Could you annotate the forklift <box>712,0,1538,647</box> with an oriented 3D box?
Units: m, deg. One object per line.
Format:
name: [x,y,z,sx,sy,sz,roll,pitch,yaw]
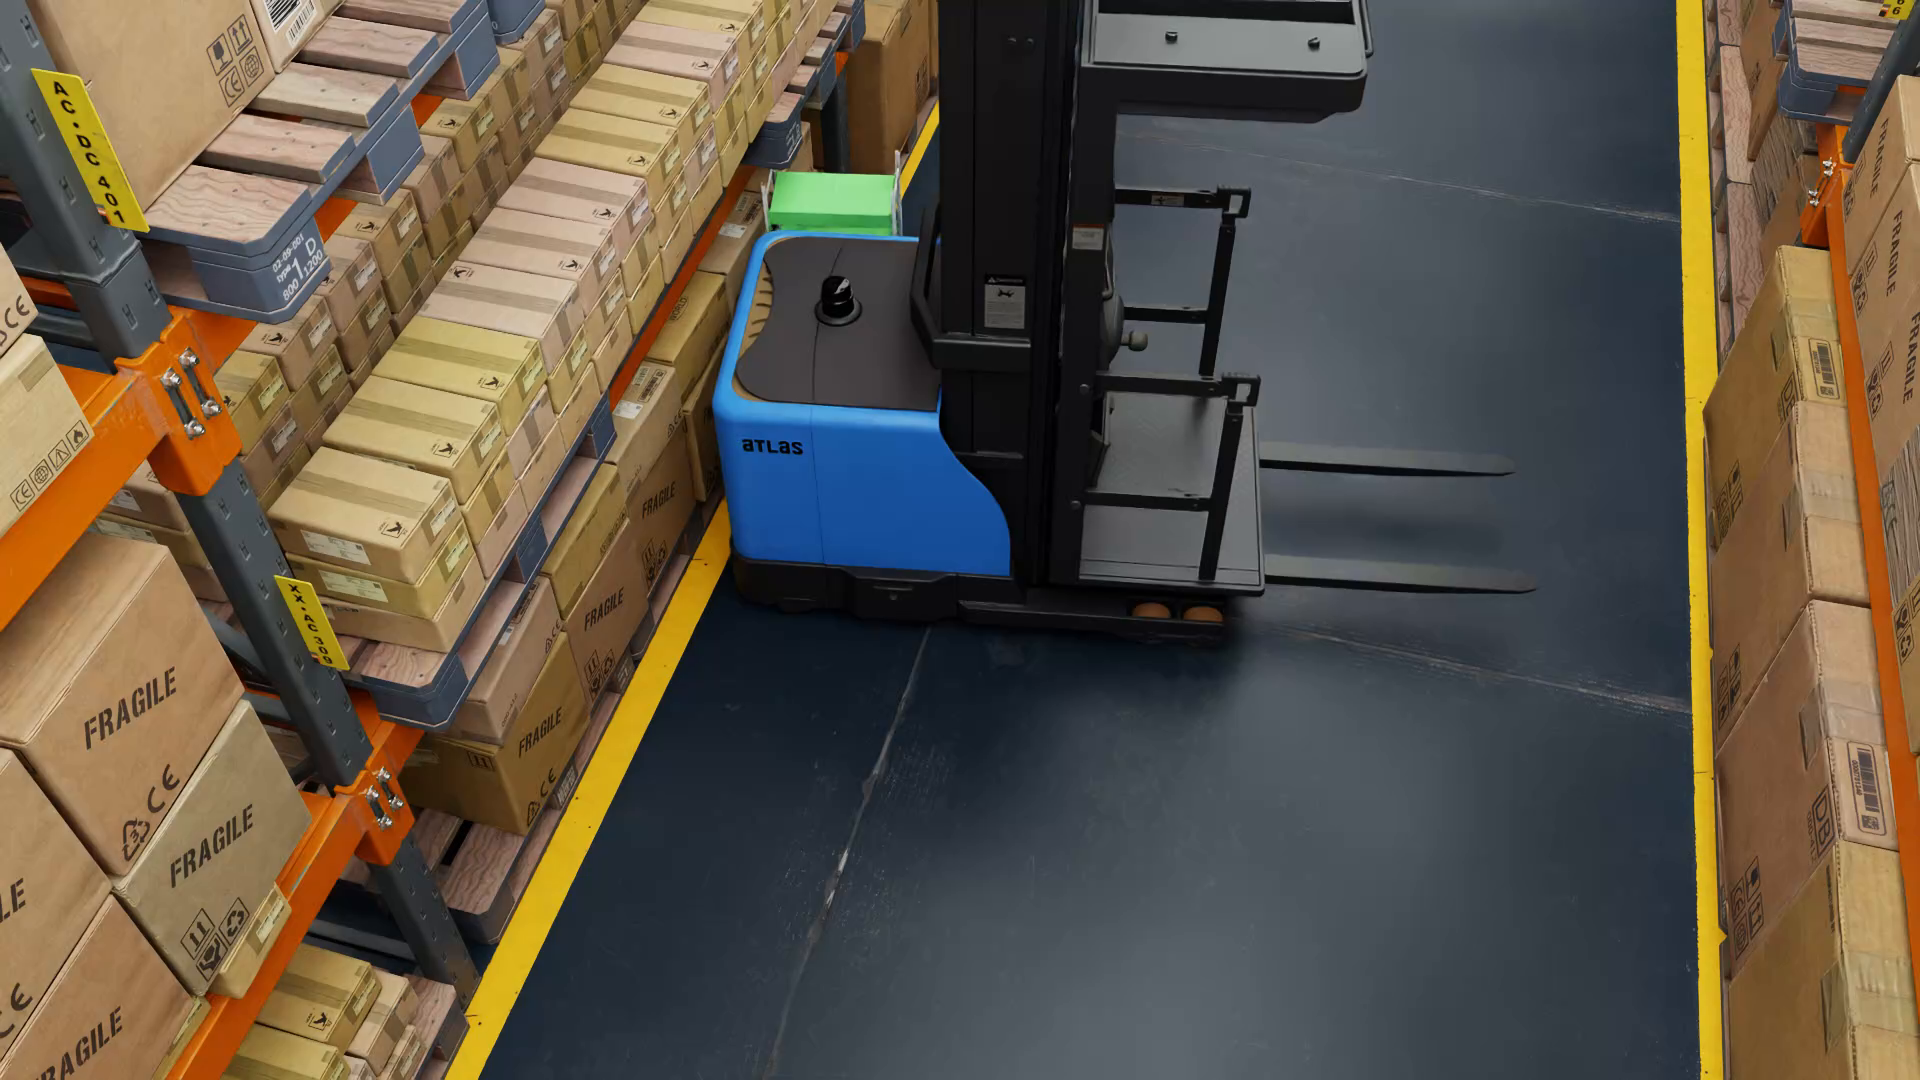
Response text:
forklift: [0.678,-0.983,5.582,3.031,2.935,1.130,4,49,3]

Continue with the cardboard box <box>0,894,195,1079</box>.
cardboard box: [-2.045,1.032,3.492,0.500,0.500,0.500,10,49,9]

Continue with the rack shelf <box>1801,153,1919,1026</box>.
rack shelf: [3.233,0.226,4.949,1.077,0.370,4.000,12,50,10]

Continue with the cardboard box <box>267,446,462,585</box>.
cardboard box: [-1.505,-0.064,4.216,0.380,0.149,0.250,14,50,12]

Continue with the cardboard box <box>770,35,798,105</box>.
cardboard box: [-0.820,-1.754,6.103,0.380,0.149,0.250,12,50,11]

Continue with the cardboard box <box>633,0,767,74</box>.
cardboard box: [-0.890,-1.754,5.707,0.380,0.149,0.250,13,50,11]

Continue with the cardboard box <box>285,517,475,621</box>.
cardboard box: [-1.505,0.034,4.327,0.380,0.149,0.250,12,50,11]

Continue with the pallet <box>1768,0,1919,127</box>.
pallet: [3.844,-1.932,6.501,1.213,0.211,1.003,12,50,10]

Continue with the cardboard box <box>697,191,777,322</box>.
cardboard box: [-1.049,-1.157,6.576,0.500,0.250,0.500,12,50,11]

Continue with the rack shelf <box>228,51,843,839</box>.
rack shelf: [-1.526,-0.826,5.877,1.077,0.370,4.000,12,50,10]

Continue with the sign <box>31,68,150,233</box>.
sign: [-1.527,-0.679,2.922,0.100,0.325,0.005,12,50,10]

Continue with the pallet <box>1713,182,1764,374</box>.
pallet: [3.966,-1.101,7.500,1.003,0.211,1.213,12,50,10]

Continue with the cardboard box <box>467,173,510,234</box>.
cardboard box: [-1.729,-1.135,5.558,0.380,0.149,0.250,10,49,9]

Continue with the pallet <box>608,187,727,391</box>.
pallet: [-1.481,-1.007,5.685,1.003,0.211,1.213,12,50,10]

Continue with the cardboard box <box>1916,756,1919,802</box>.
cardboard box: [2.703,0.653,4.025,0.500,0.500,0.500,13,50,11]

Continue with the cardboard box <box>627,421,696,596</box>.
cardboard box: [-1.339,-0.176,6.211,0.500,0.500,0.500,12,50,11]

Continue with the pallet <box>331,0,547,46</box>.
pallet: [-1.517,-1.724,4.314,1.213,0.211,1.003,12,50,10]

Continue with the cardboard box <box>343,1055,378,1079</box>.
cardboard box: [-1.888,1.577,4.699,0.380,0.149,0.250,9,49,8]

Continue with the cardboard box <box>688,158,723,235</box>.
cardboard box: [-1.028,-1.192,5.608,0.380,0.149,0.250,13,50,11]

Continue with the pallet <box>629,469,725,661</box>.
pallet: [-1.530,-0.143,6.655,1.003,0.211,1.213,12,50,10]

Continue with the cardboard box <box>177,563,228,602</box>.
cardboard box: [-2.139,0.000,4.555,0.380,0.149,0.250,11,49,9]

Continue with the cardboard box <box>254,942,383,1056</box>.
cardboard box: [-1.895,1.299,4.746,0.380,0.149,0.250,13,50,11]

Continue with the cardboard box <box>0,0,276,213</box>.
cardboard box: [-1.846,-1.034,3.234,0.700,0.500,0.500,12,50,10]

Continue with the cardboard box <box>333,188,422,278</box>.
cardboard box: [-1.858,-0.947,4.995,0.380,0.149,0.250,10,49,9]

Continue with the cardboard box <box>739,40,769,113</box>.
cardboard box: [-0.892,-1.653,5.816,0.380,0.149,0.250,12,50,10]

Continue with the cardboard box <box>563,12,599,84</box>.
cardboard box: [-1.523,-1.782,5.930,0.380,0.149,0.250,12,50,10]

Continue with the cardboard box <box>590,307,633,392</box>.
cardboard box: [-1.234,-0.615,5.098,0.380,0.149,0.250,10,49,8]

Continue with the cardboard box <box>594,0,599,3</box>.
cardboard box: [-1.445,-2.096,6.009,0.380,0.149,0.250,11,50,10]

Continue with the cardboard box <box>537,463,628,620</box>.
cardboard box: [-1.465,-0.045,5.595,0.500,0.250,0.500,13,50,11]

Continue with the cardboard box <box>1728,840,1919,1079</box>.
cardboard box: [2.855,1.532,4.453,1.225,0.875,0.875,12,50,10]

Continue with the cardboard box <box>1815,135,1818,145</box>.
cardboard box: [4.036,-1.902,7.220,0.500,0.250,0.500,17,51,14]

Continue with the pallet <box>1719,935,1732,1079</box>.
pallet: [2.837,1.784,4.953,1.003,0.211,1.213,12,50,10]

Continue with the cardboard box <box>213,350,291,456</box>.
cardboard box: [-2.065,-0.393,4.506,0.380,0.149,0.250,10,49,9]

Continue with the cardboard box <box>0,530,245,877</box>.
cardboard box: [-1.915,0.314,3.459,0.500,0.500,0.500,10,49,9]

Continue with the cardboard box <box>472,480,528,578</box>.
cardboard box: [-1.437,-0.069,4.617,0.380,0.149,0.250,12,50,11]

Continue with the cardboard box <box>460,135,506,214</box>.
cardboard box: [-1.725,-1.227,5.440,0.380,0.149,0.250,13,50,11]

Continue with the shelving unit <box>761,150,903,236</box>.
shelving unit: [-0.488,-1.032,6.772,0.503,1.200,0.258,2,51,2]

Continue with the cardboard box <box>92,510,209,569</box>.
cardboard box: [-2.138,-0.098,4.444,0.380,0.149,0.250,13,50,11]

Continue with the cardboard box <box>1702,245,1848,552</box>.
cardboard box: [3.557,-0.400,6.158,1.225,0.875,0.875,9,49,8]

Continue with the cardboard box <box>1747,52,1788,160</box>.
cardboard box: [4.192,-2.081,7.879,0.700,0.500,0.500,15,50,13]

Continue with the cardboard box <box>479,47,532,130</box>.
cardboard box: [-1.652,-1.516,5.497,0.380,0.149,0.250,13,50,11]

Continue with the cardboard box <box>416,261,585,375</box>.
cardboard box: [-1.299,-0.632,4.717,0.380,0.149,0.250,11,49,10]

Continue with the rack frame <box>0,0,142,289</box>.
rack frame: [-2.052,-1.603,2.081,1.000,3.000,0.127,12,50,10]

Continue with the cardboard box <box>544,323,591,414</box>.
cardboard box: [-1.303,-0.529,4.824,0.380,0.149,0.250,10,49,8]

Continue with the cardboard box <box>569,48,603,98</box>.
cardboard box: [-1.523,-1.698,6.054,0.380,0.149,0.250,14,50,12]

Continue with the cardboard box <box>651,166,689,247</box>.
cardboard box: [-1.095,-1.097,5.326,0.380,0.149,0.250,11,49,9]

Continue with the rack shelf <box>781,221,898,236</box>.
rack shelf: [-0.489,-1.143,6.635,0.480,0.148,0.258,2,51,2]

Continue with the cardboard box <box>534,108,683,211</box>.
cardboard box: [-1.098,-1.195,5.214,0.380,0.149,0.250,13,50,11]

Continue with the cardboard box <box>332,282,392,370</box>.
cardboard box: [-1.934,-0.667,4.946,0.380,0.149,0.250,10,49,9]

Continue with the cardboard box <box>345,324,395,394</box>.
cardboard box: [-1.937,-0.549,5.040,0.380,0.149,0.250,9,49,8]

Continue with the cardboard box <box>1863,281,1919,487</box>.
cardboard box: [3.104,-0.449,4.998,0.500,0.500,0.500,11,49,9]

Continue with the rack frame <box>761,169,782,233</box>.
rack frame: [-0.732,-1.042,6.781,0.015,1.200,0.240,2,51,2]

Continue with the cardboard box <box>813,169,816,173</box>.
cardboard box: [-0.920,-1.295,7.198,0.500,0.500,0.500,11,50,10]
